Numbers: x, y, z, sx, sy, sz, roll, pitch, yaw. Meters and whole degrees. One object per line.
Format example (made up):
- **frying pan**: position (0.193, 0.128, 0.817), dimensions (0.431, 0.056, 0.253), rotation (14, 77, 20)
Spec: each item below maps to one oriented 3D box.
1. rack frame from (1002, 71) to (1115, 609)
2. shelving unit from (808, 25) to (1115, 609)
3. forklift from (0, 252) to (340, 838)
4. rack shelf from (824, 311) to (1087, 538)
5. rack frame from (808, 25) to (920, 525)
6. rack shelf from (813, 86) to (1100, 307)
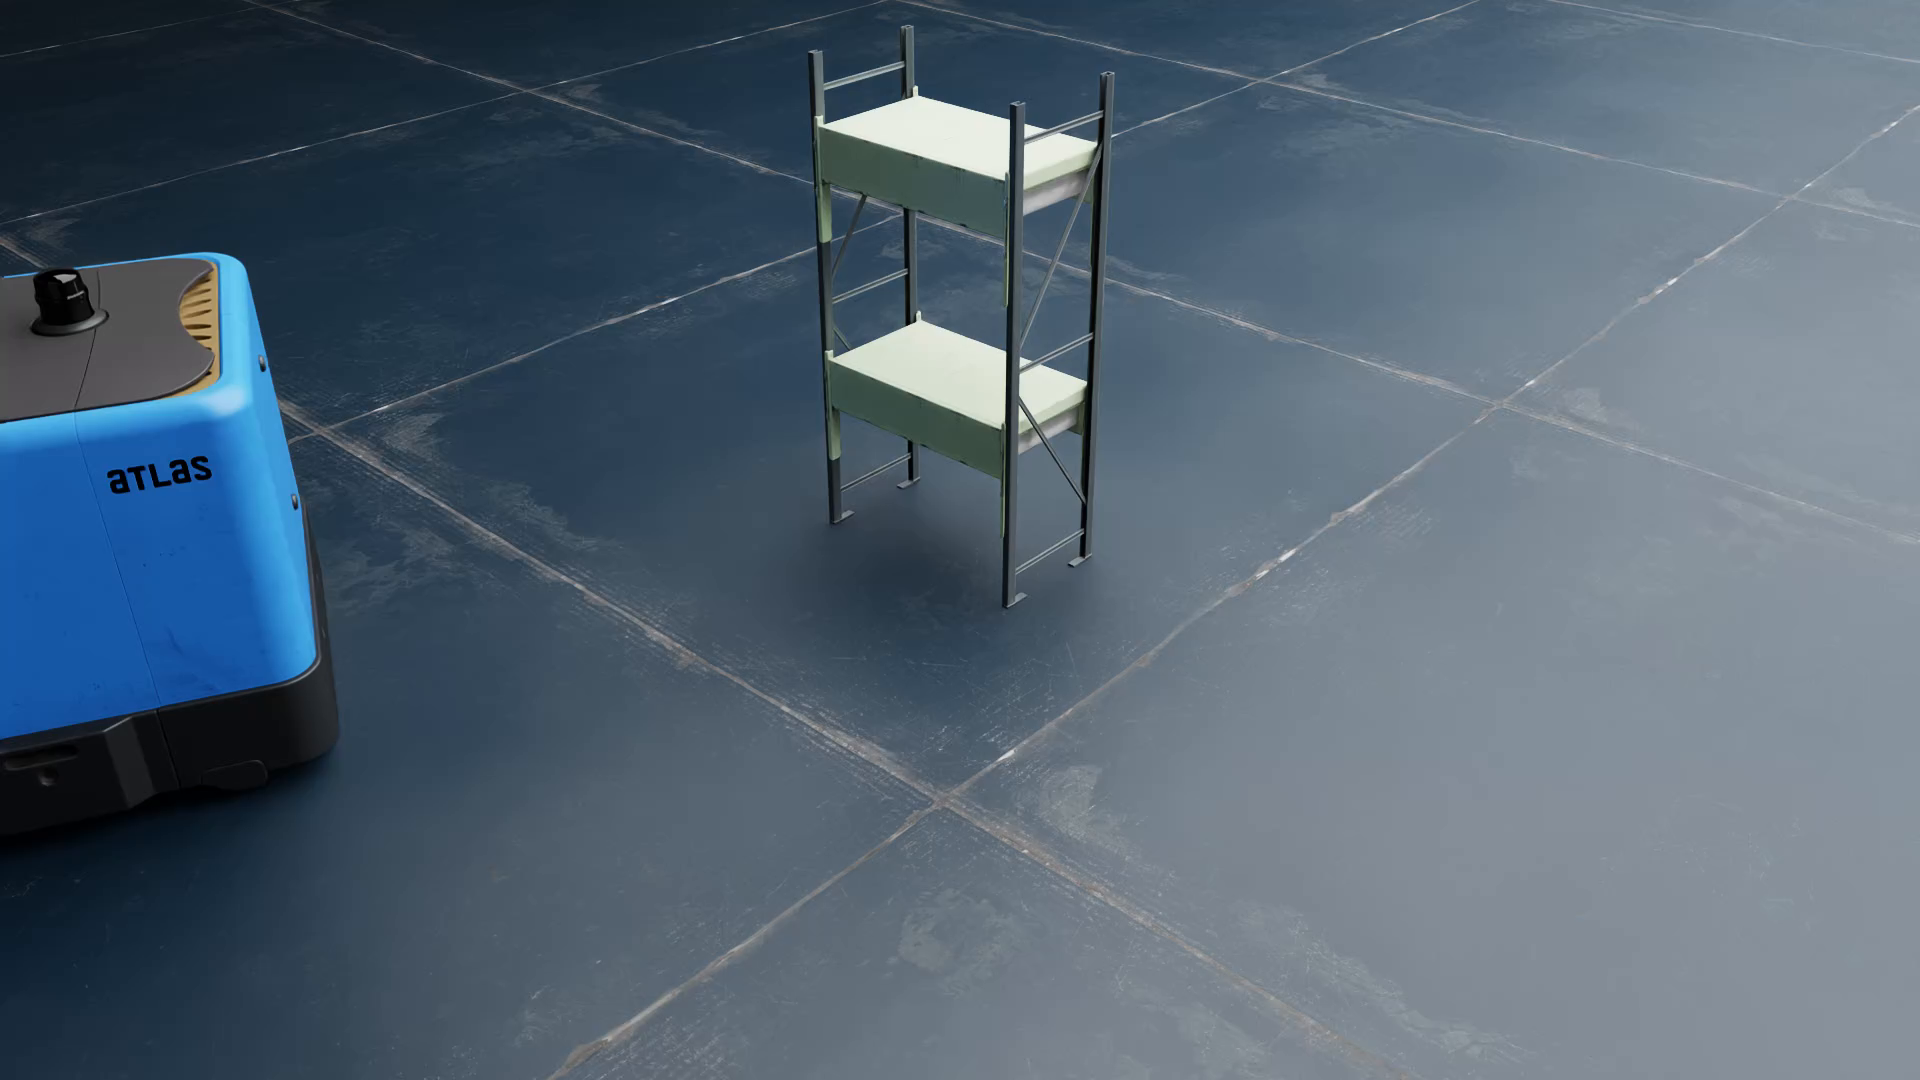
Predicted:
- **rack frame**: position (0.266, -0.518, 4.657), dimensions (0.023, 1.500, 0.400), rotation (25, 39, 35)
- **shelving unit**: position (-0.005, -0.645, 4.867), dimensions (0.755, 1.500, 0.431), rotation (25, 39, 35)
- **forklift**: position (-3.165, -0.619, 3.437), dimensions (3.031, 2.935, 1.130), rotation (-11, 33, -18)
- **rack shelf**: position (-0.005, -0.366, 5.035), dimensions (0.720, 0.370, 0.431), rotation (25, 39, 35)
- **rack frame**: position (-0.276, -0.772, 5.077), dimensions (0.023, 1.500, 0.400), rotation (25, 39, 35)
- **rack shelf**: position (-0.005, -0.979, 4.666), dimensions (0.720, 0.370, 0.431), rotation (25, 39, 35)
